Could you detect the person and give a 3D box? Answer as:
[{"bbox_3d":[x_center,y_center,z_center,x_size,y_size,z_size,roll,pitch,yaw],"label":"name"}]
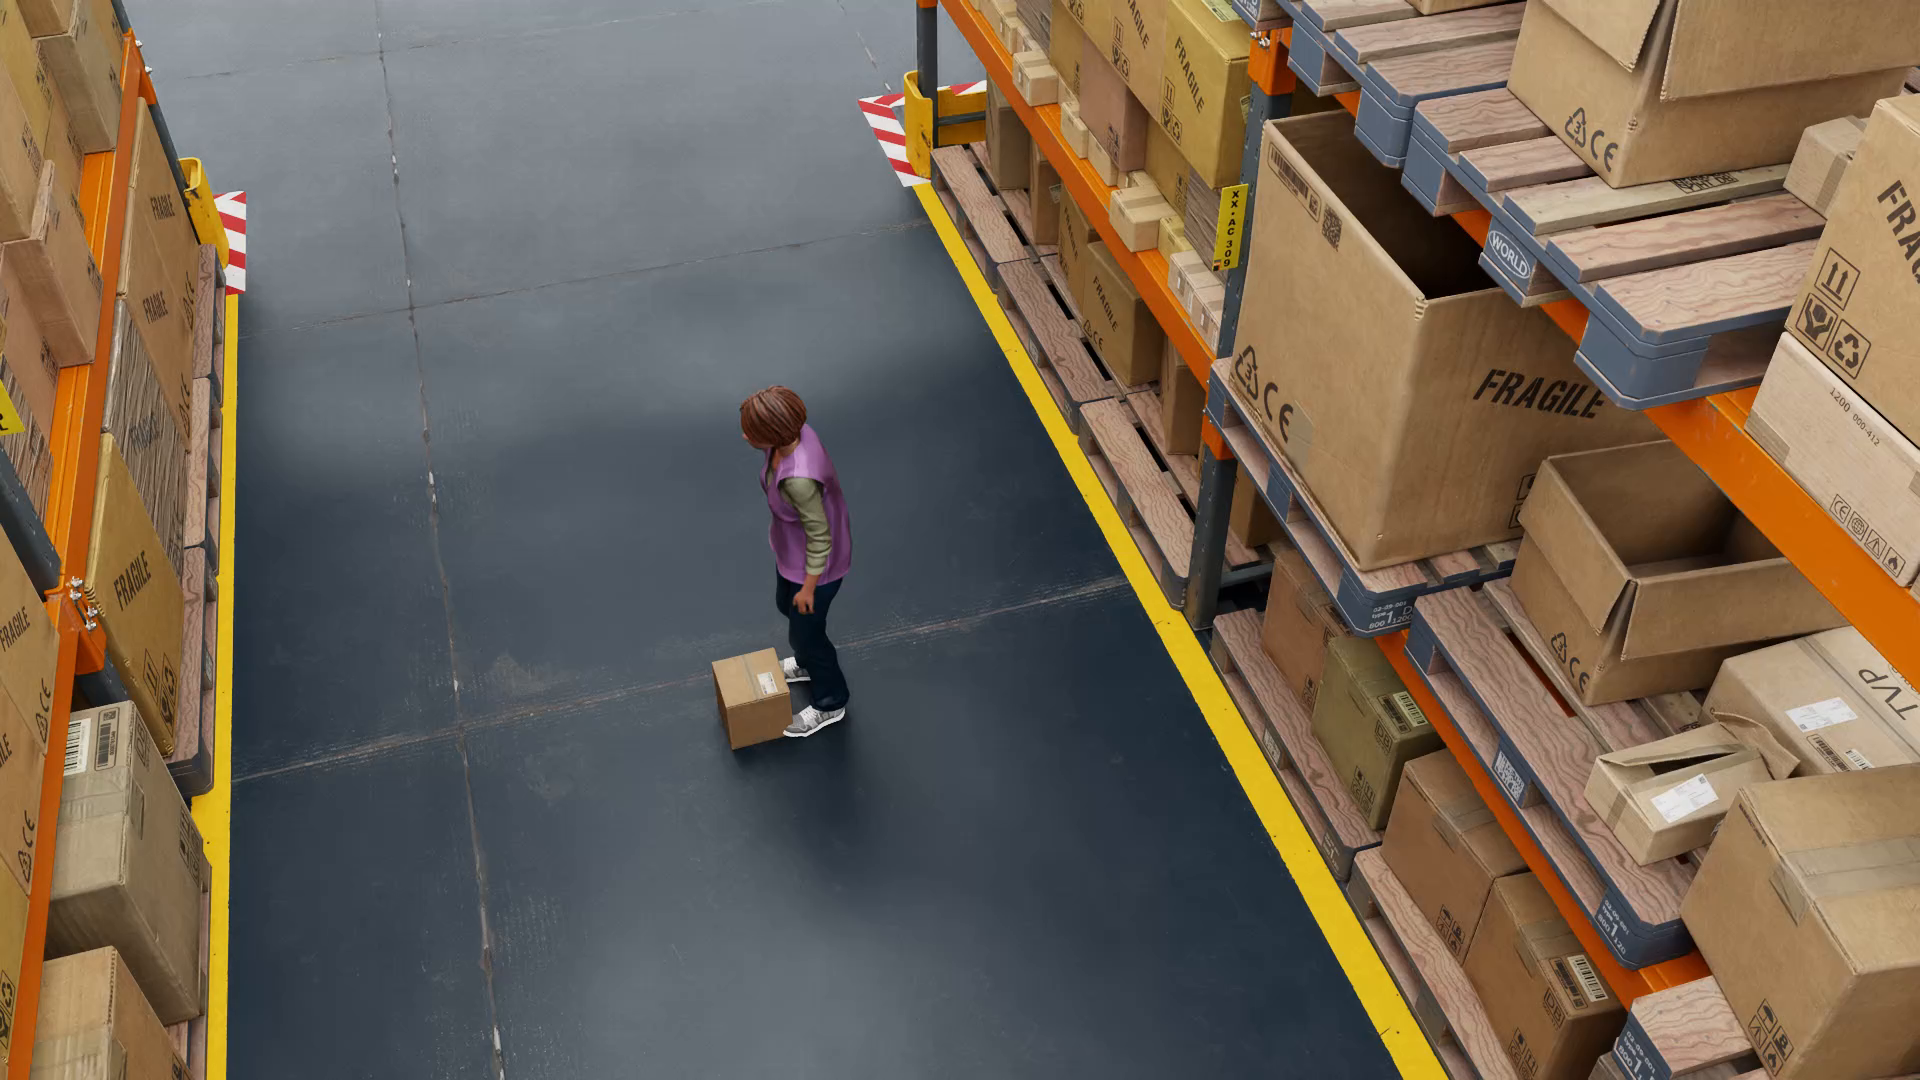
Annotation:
[{"bbox_3d":[-0.577,0.071,6.100,0.345,1.581,0.460,-12,44,-12],"label":"person"}]
